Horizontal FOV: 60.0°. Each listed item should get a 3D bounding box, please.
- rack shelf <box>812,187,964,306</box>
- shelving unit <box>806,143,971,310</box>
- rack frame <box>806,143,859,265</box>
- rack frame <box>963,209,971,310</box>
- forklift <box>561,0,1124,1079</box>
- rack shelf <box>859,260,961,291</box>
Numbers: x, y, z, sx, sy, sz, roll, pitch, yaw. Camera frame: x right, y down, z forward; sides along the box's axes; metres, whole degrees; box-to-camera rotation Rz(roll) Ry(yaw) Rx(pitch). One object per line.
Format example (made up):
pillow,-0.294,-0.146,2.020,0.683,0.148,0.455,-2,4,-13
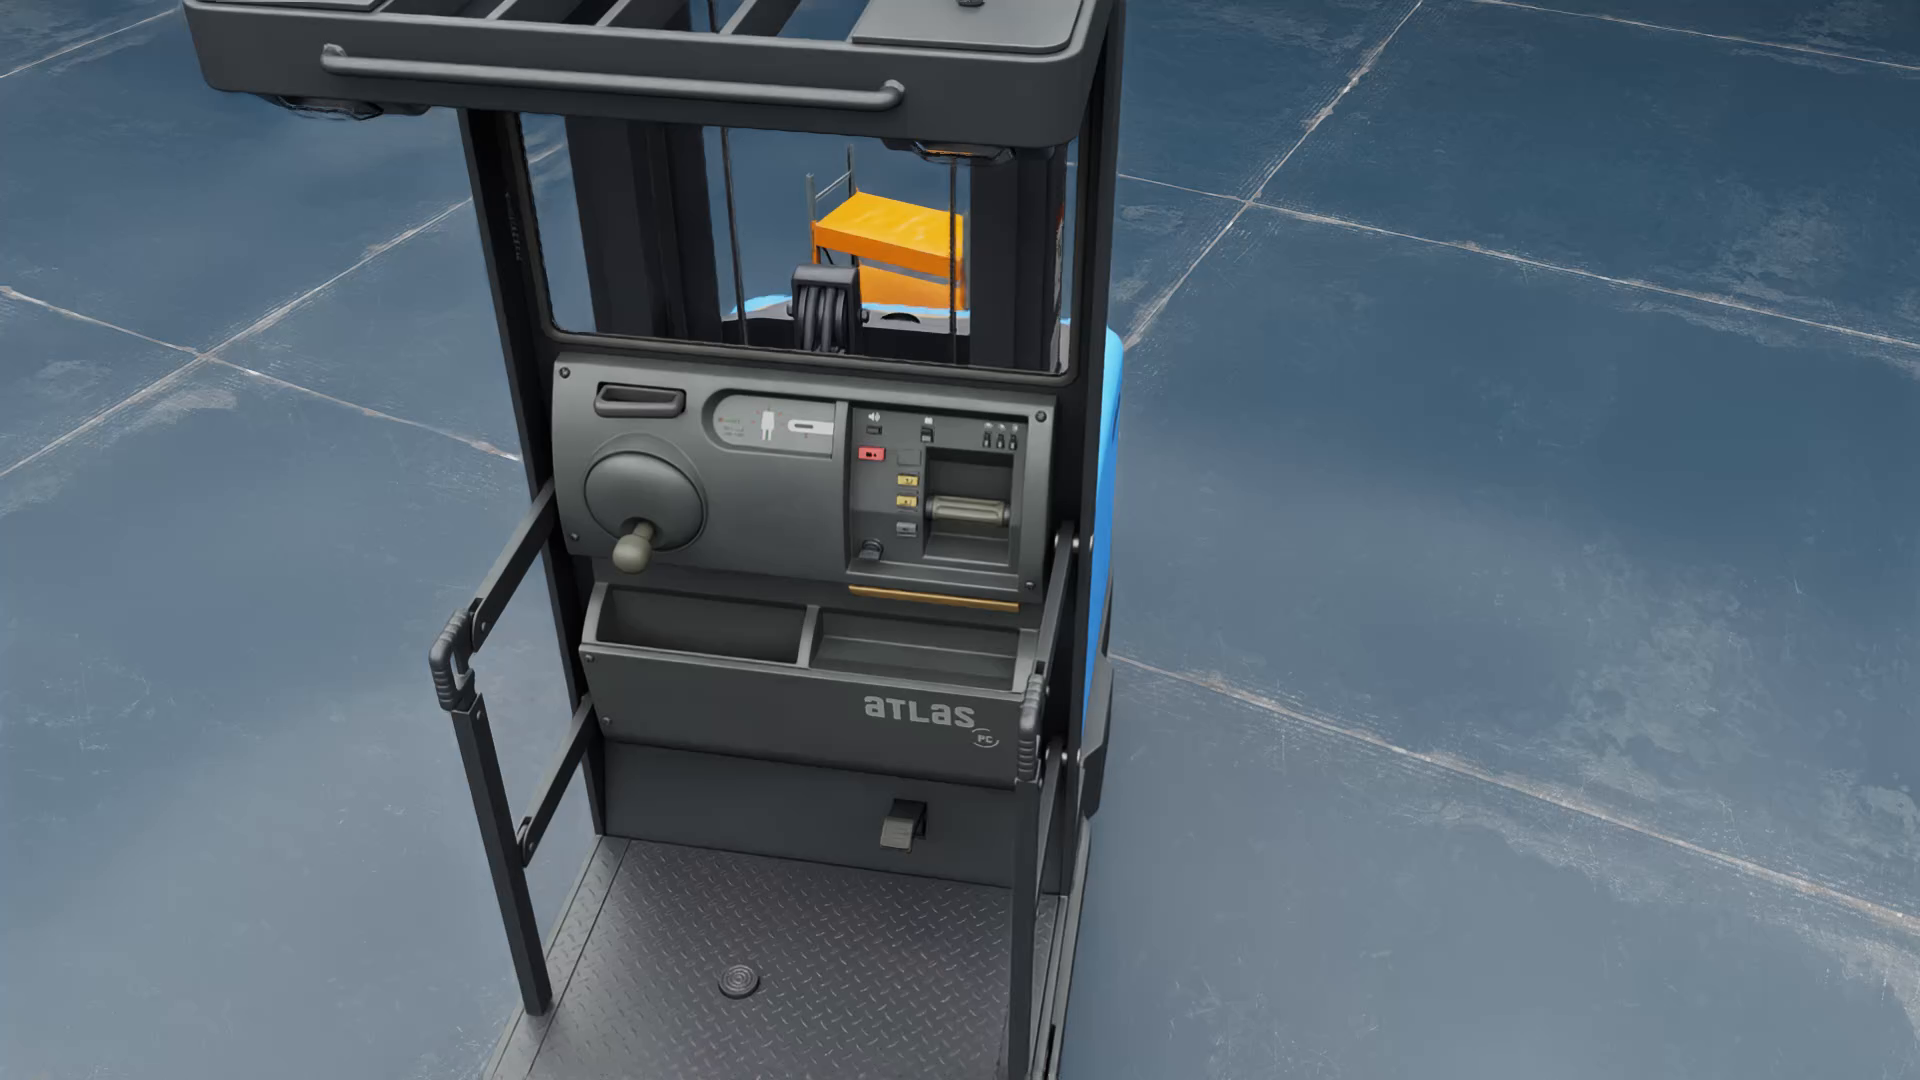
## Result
rack shelf,-0.147,-0.837,4.710,0.480,0.148,0.258,17,41,21
shelving unit,-0.147,-0.524,4.948,0.503,1.200,0.258,17,41,21
rack frame,-0.364,-0.592,5.037,0.015,1.200,0.240,17,41,21
rack frame,0.070,-0.456,4.858,0.015,1.200,0.240,17,41,21
forklift,-0.237,-0.338,3.324,1.129,2.867,1.939,6,38,8
rack shelf,-0.147,-0.649,4.853,0.480,0.148,0.258,17,41,21
